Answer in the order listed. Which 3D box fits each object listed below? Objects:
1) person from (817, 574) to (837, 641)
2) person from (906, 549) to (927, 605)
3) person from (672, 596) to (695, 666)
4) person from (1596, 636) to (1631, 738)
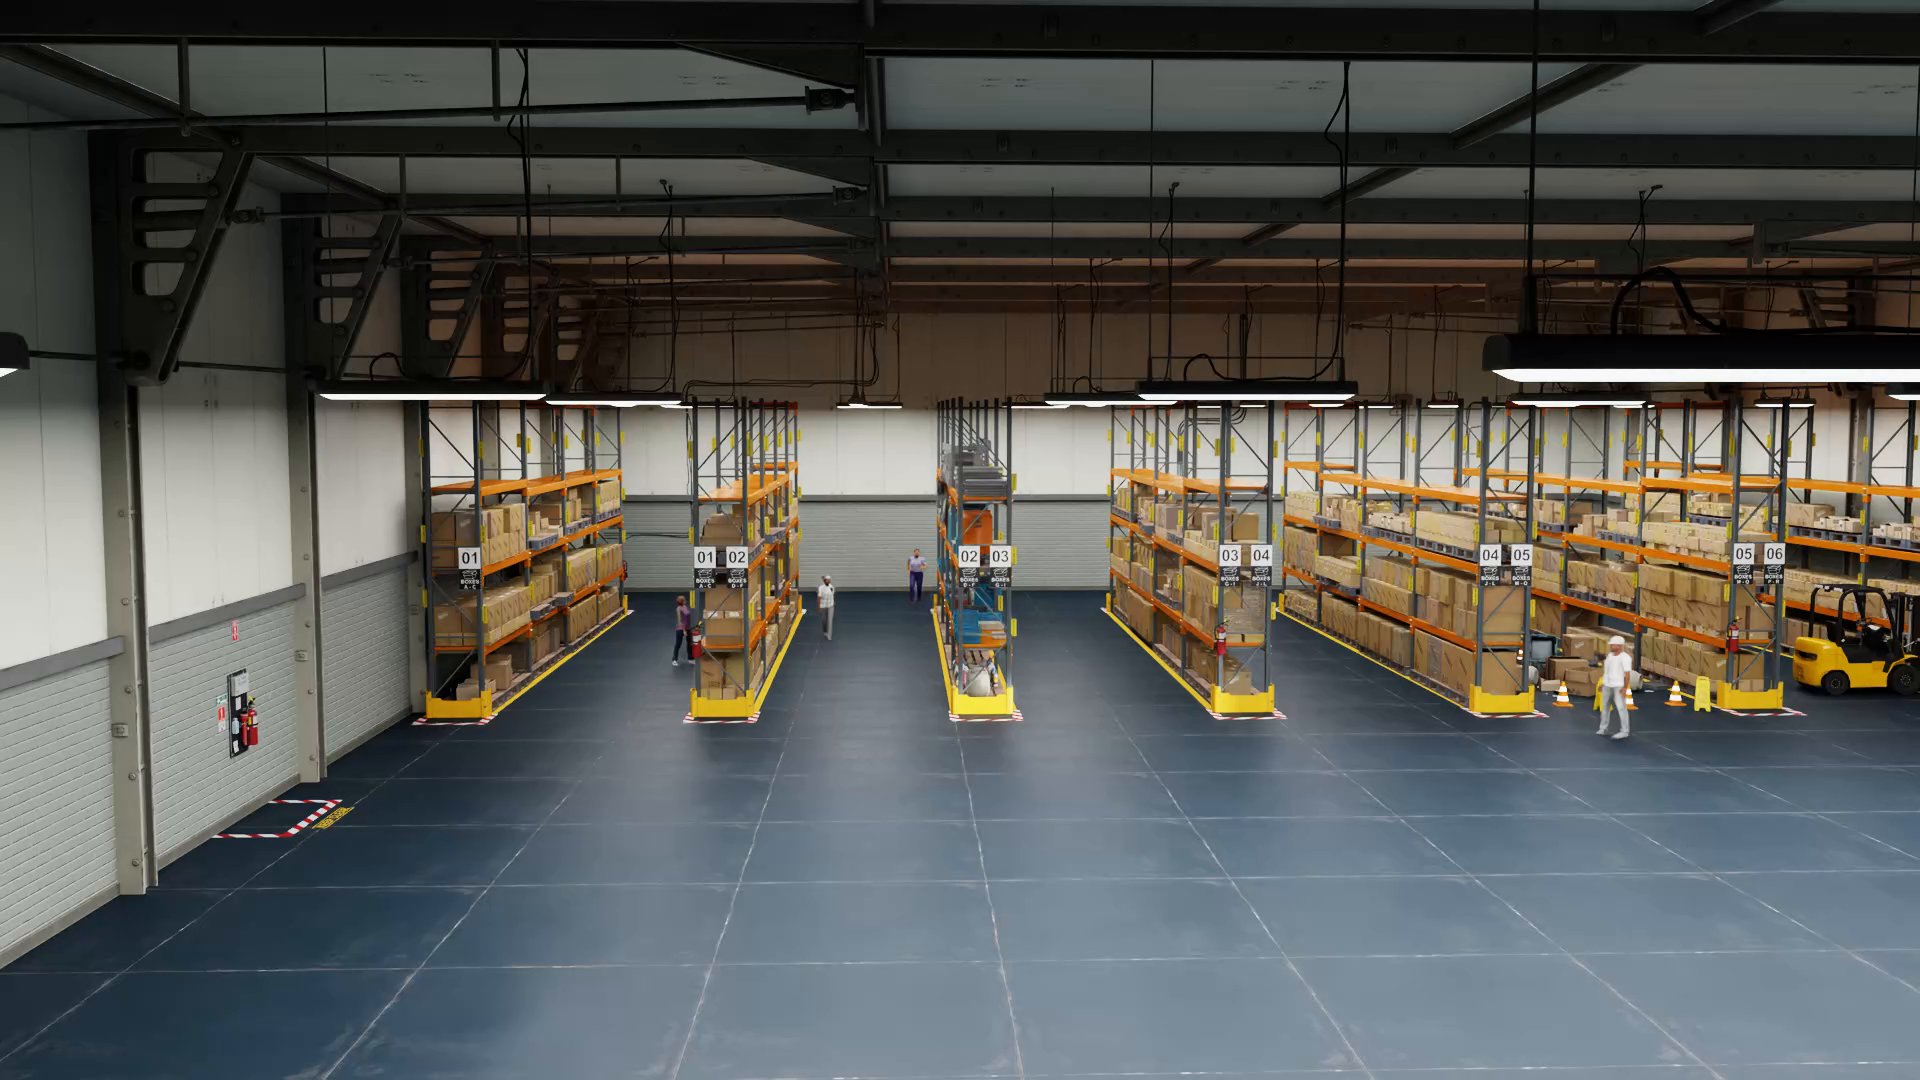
[{"bbox_3d":[-3.329,1.674,41.745,0.482,1.657,0.926,0,4,1],"label":"person"},{"bbox_3d":[-1.285,1.093,49.636,0.600,1.690,0.818,0,4,-2],"label":"person"},{"bbox_3d":[-6.220,2.061,37.557,0.517,1.583,0.581,2,5,28],"label":"person"},{"bbox_3d":[11.519,2.570,29.329,0.486,1.763,0.629,-3,5,-33],"label":"person"}]
